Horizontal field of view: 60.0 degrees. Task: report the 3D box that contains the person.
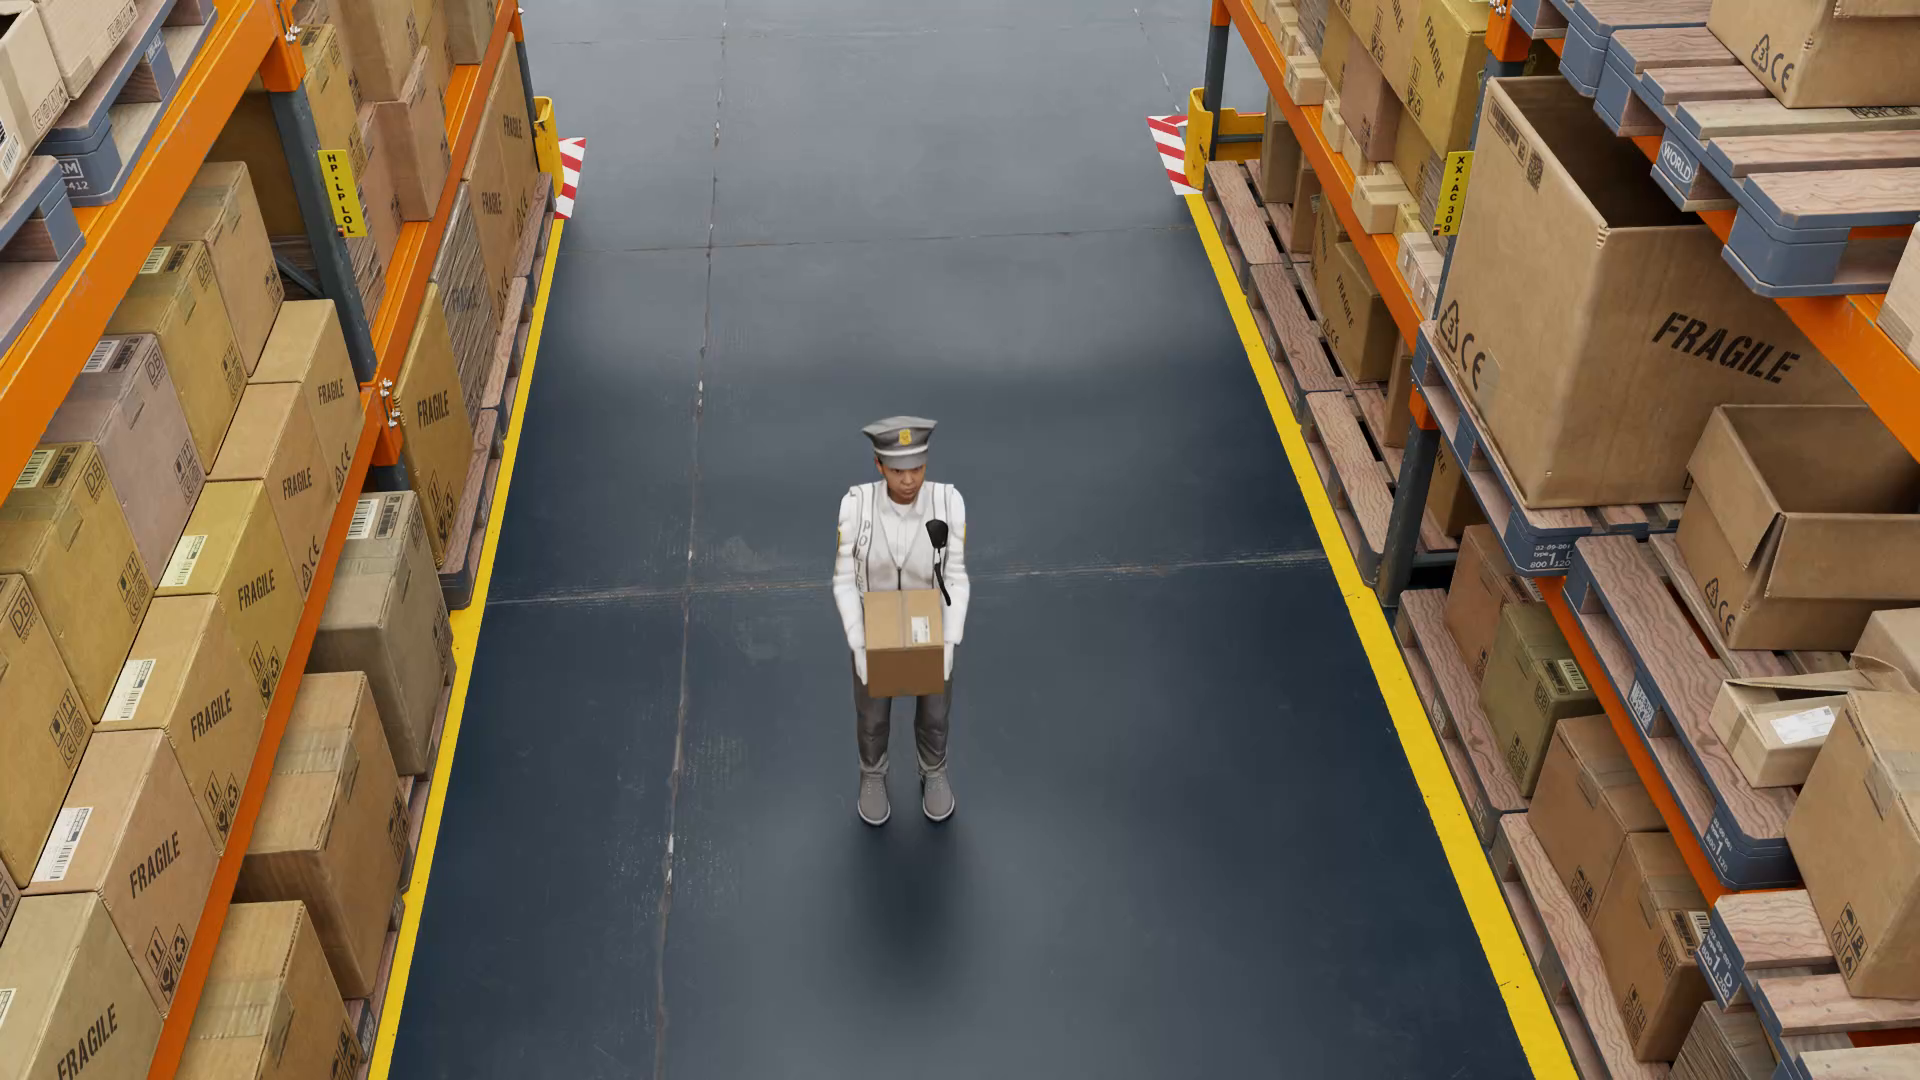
[{"bbox_3d":[-0.196,0.339,5.722,0.459,1.686,0.556,-3,39,-3],"label":"person"}]
